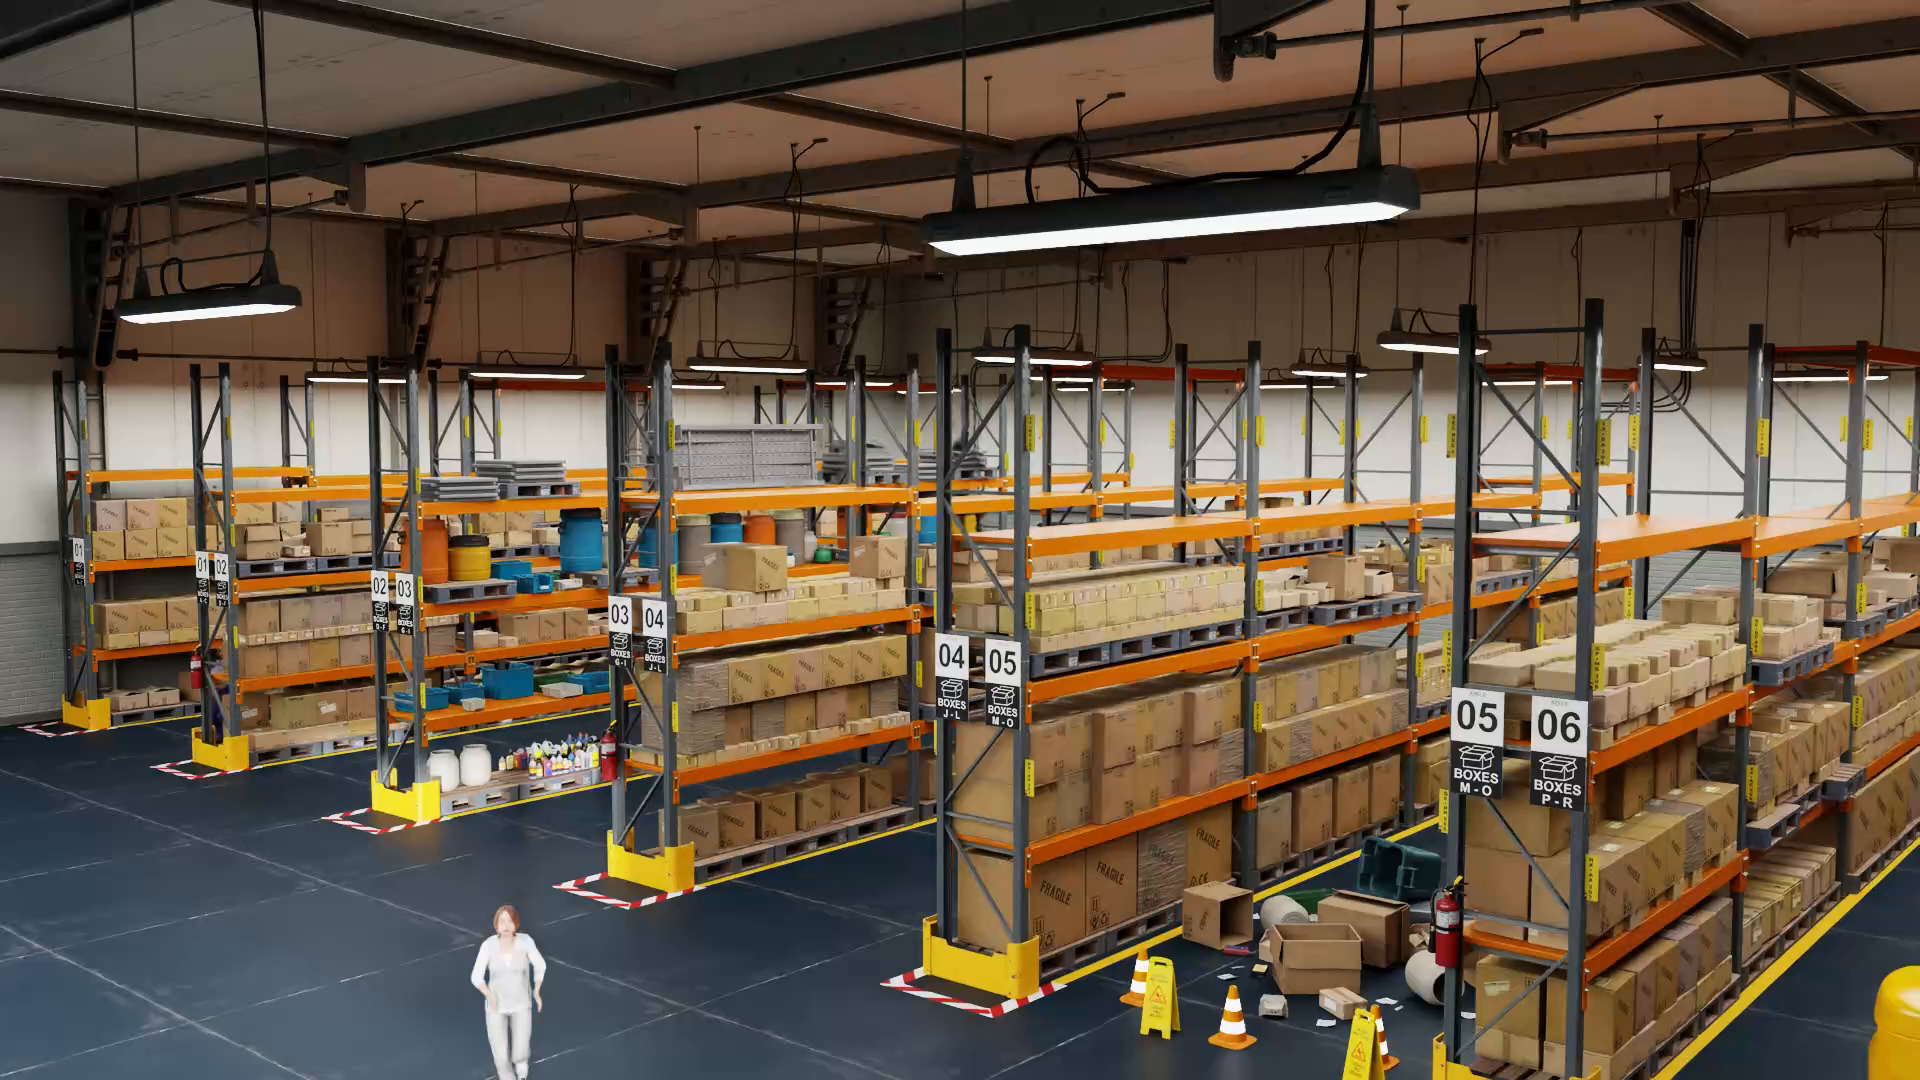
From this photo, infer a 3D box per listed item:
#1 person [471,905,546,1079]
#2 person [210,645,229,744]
[{"bbox_3d":[-3.372,3.500,12.436,0.539,1.558,0.546,-1,4,-14],"label":"person"},{"bbox_3d":[-11.708,2.454,26.510,0.611,1.597,0.652,2,5,28],"label":"person"}]
